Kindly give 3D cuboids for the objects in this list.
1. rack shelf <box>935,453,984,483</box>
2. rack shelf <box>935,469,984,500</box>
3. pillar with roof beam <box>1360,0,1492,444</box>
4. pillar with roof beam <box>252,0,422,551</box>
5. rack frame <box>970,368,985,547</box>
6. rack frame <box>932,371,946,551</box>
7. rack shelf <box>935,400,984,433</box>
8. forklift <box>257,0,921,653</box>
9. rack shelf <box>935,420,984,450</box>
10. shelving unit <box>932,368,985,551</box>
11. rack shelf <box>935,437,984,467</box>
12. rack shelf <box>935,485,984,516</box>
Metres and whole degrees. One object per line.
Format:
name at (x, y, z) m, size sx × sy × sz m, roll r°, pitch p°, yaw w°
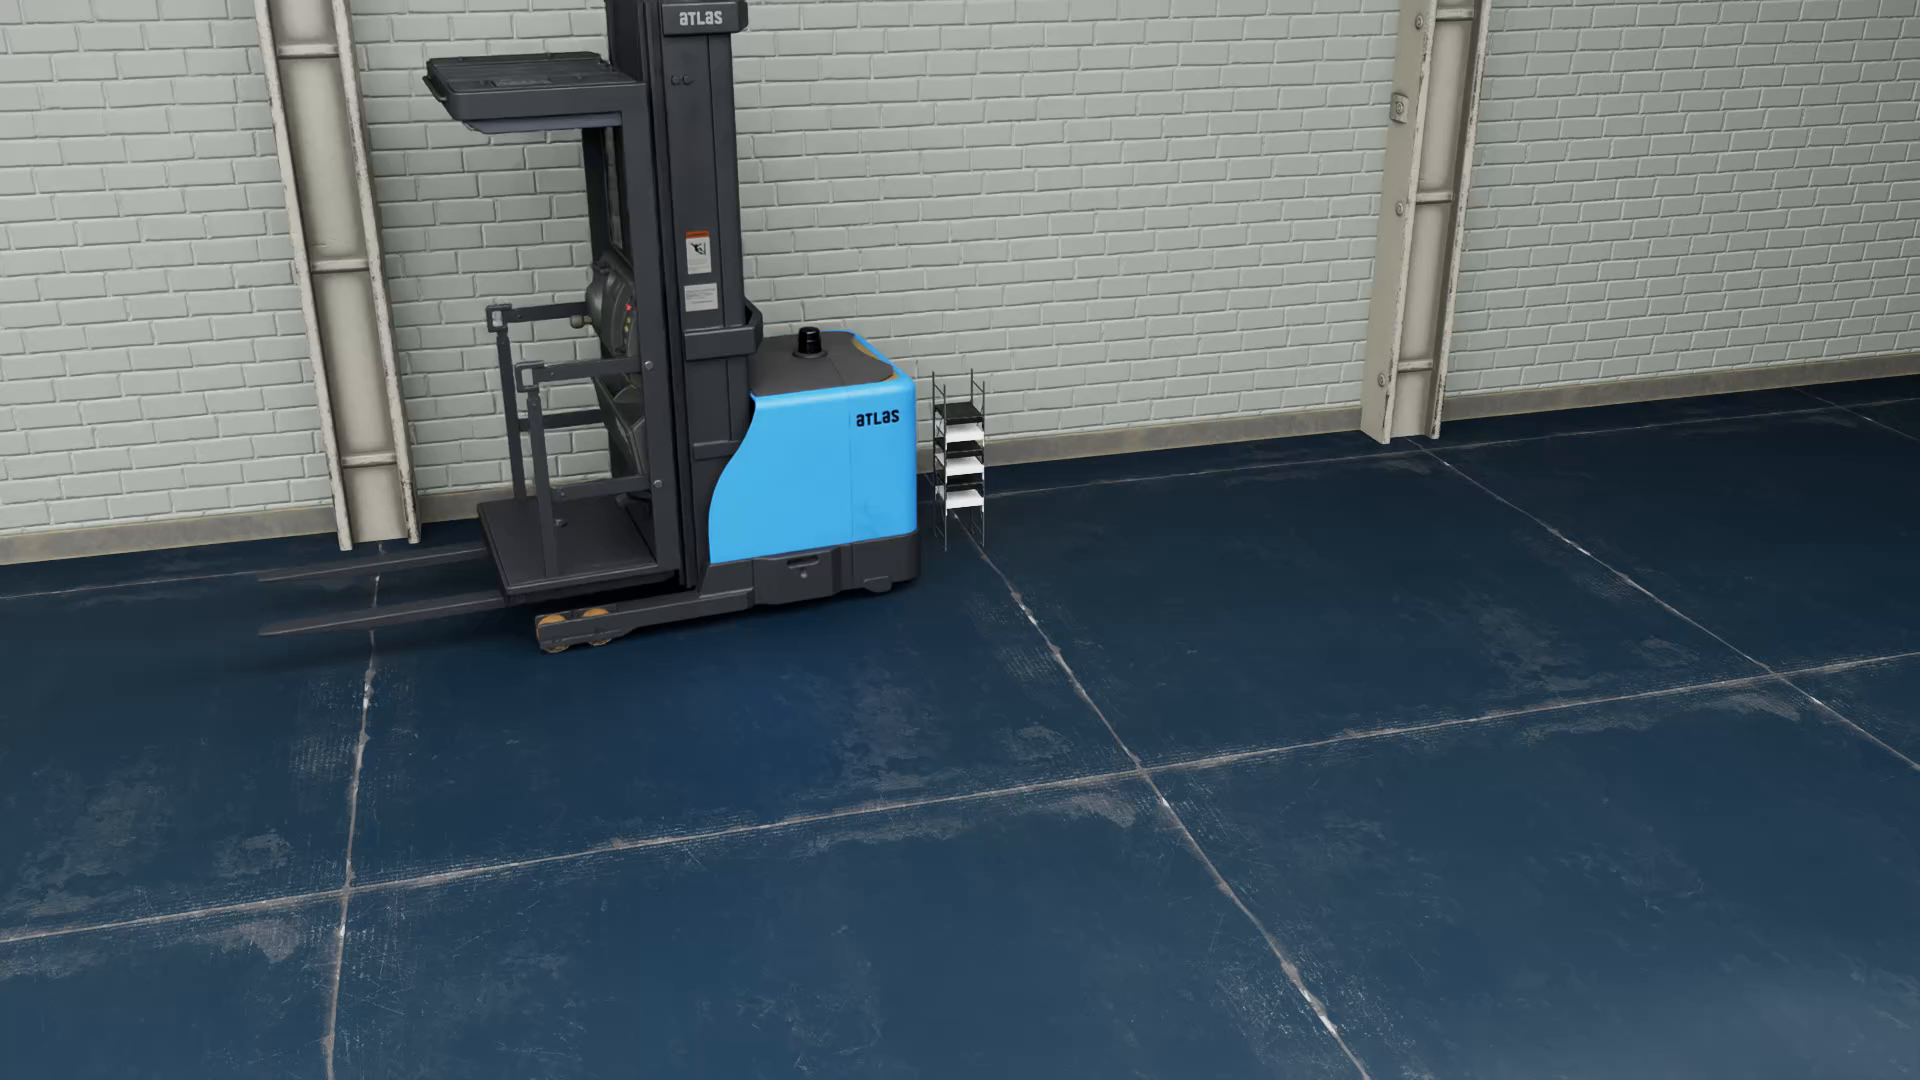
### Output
rack shelf at (-0.008, -0.382, 8.584) m, size 0.200 × 0.077 × 0.258 m, roll -6°, pitch 24°, yaw -14°
rack shelf at (-0.008, -0.299, 8.619) m, size 0.200 × 0.077 × 0.258 m, roll -6°, pitch 24°, yaw -14°
pillar with roof beam at (3.877, -3.164, 4.712) m, size 0.400 × 9.000 × 9.100 m, roll -6°, pitch 24°, yaw -14°
pillar with roof beam at (-1.900, -2.525, 3.223) m, size 0.400 × 9.000 × 9.100 m, roll -6°, pitch 24°, yaw -14°
rack frame at (0.090, -0.424, 8.596) m, size 0.006 × 0.900 × 0.240 m, roll -6°, pitch 24°, yaw -14°
rack frame at (-0.106, -0.402, 8.545) m, size 0.006 × 0.900 × 0.240 m, roll -6°, pitch 24°, yaw -14°
rack shelf at (-0.008, -0.630, 8.477) m, size 0.200 × 0.077 × 0.258 m, roll -6°, pitch 24°, yaw -14°
forklift at (-1.764, -1.072, 7.530) m, size 3.031 × 2.935 × 1.130 m, roll -9°, pitch 25°, yaw -20°
rack shelf at (-0.008, -0.547, 8.513) m, size 0.200 × 0.077 × 0.258 m, roll -6°, pitch 24°, yaw -14°
shelving unit at (-0.008, -0.413, 8.571) m, size 0.210 × 0.900 × 0.258 m, roll -6°, pitch 24°, yaw -14°
rack shelf at (-0.008, -0.465, 8.548) m, size 0.200 × 0.077 × 0.258 m, roll -6°, pitch 24°, yaw -14°
rack shelf at (-0.008, -0.217, 8.655) m, size 0.200 × 0.077 × 0.258 m, roll -6°, pitch 24°, yaw -14°
